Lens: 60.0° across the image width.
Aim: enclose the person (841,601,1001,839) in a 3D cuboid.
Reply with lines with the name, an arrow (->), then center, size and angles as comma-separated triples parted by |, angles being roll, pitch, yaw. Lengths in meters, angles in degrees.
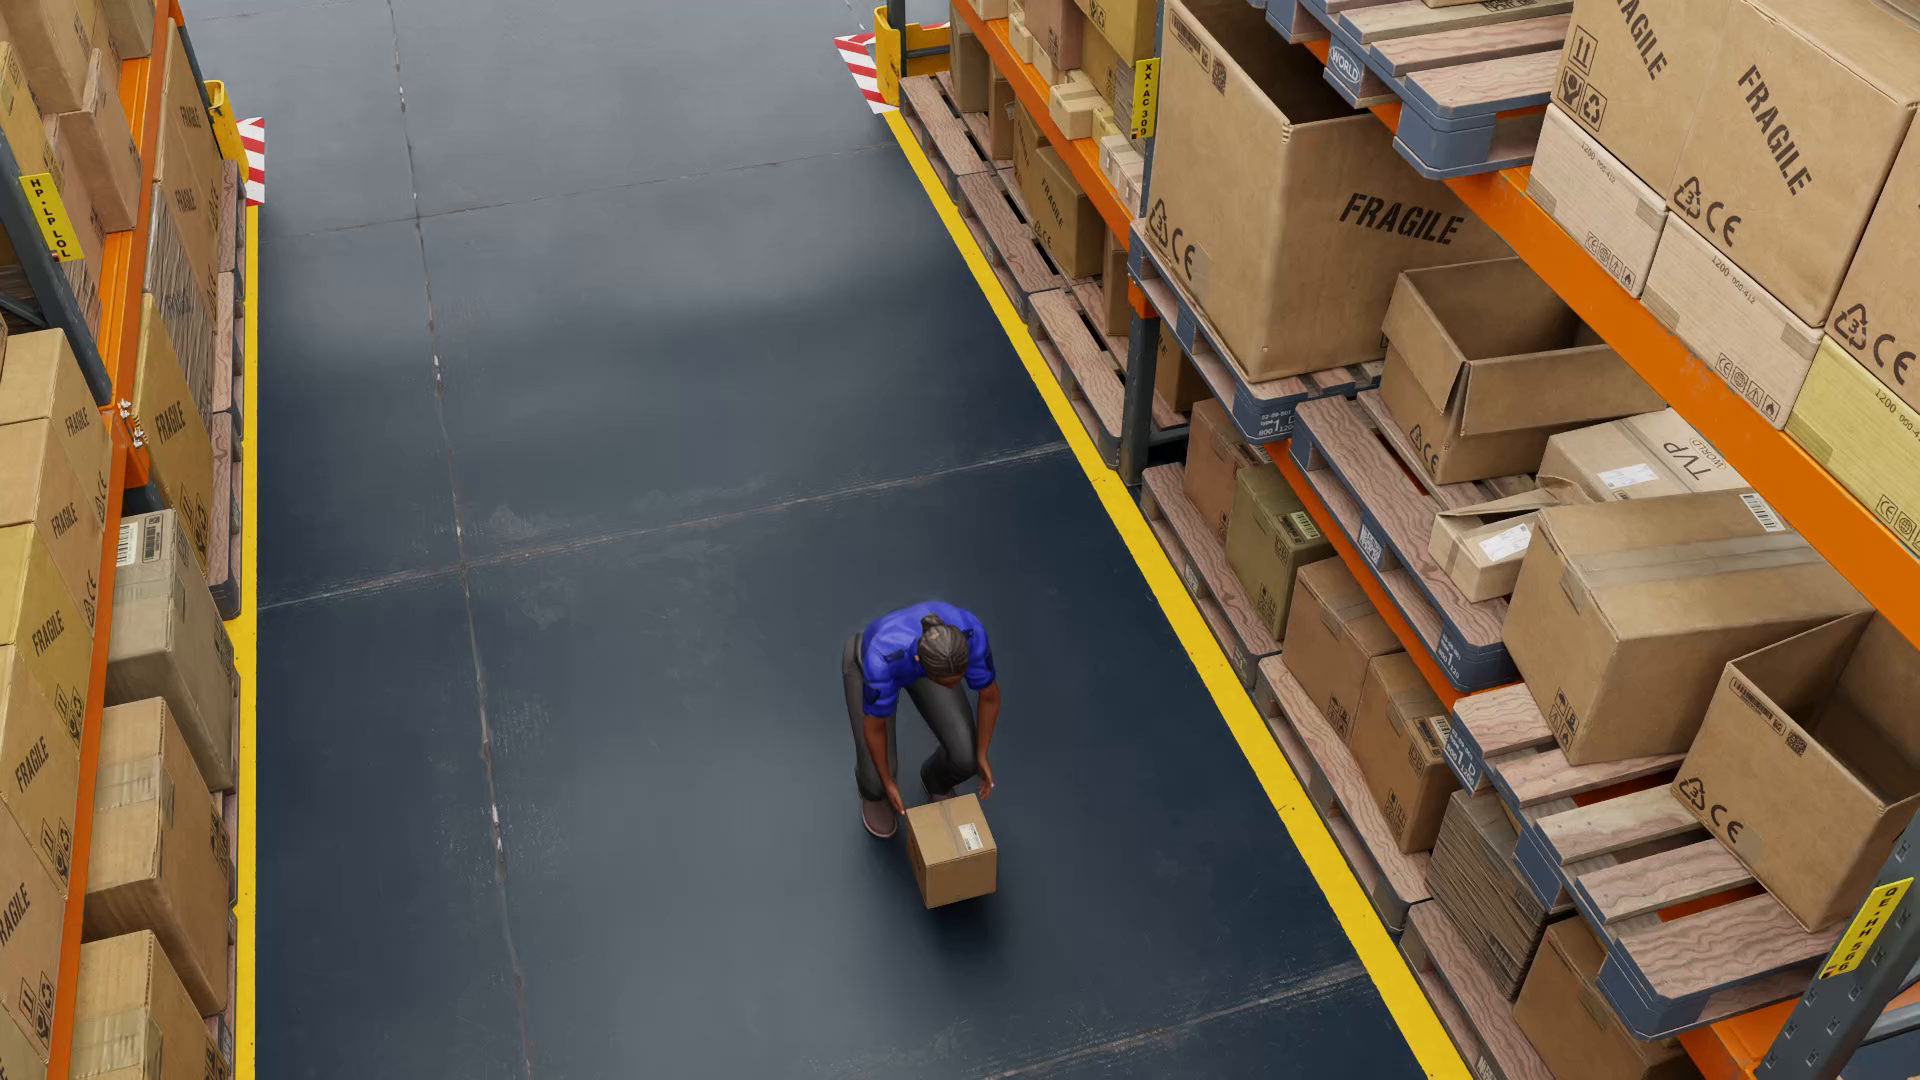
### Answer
person -> -0.138, 0.582, 5.857 | 0.501, 1.223, 0.706 | -12, 44, -13
